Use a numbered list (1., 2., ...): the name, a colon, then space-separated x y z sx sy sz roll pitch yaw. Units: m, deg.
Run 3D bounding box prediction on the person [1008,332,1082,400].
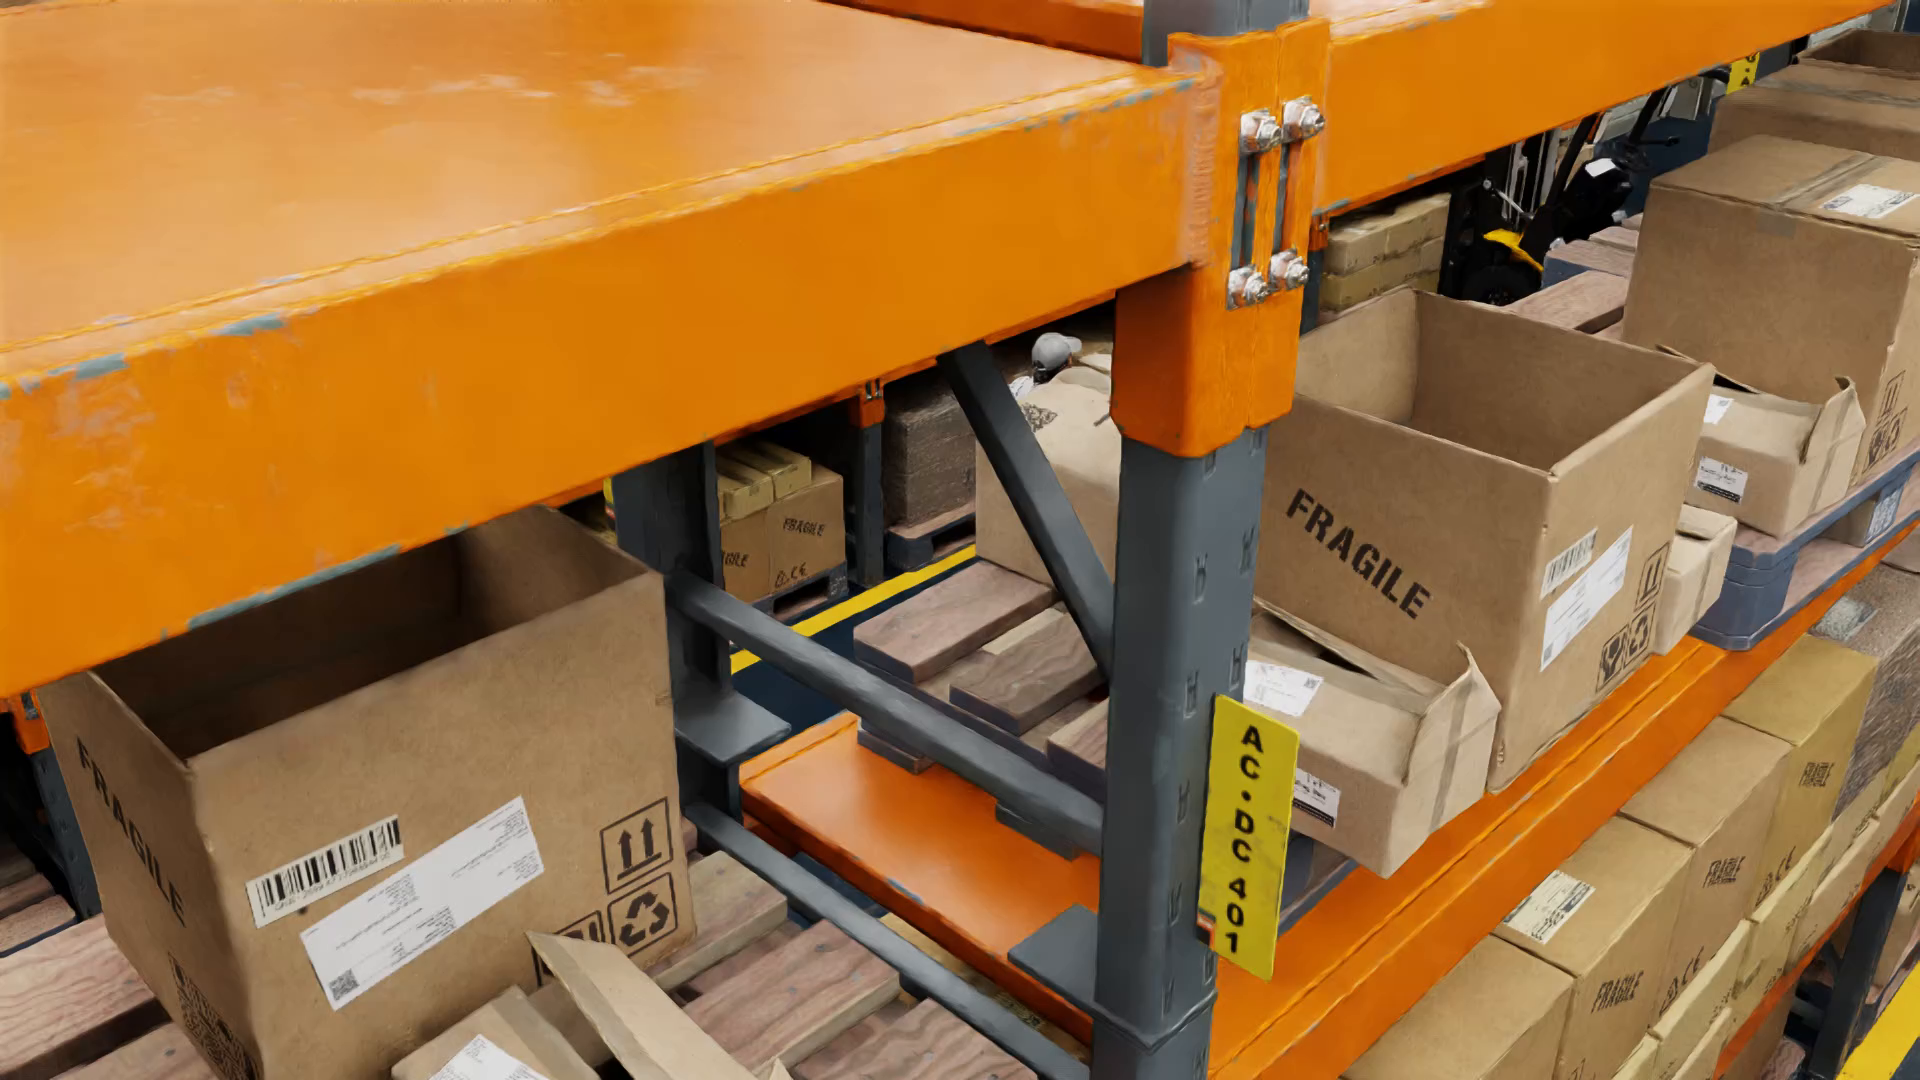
1. person: 0.421 -0.238 8.096 0.563 1.631 0.622 -23 35 -36
